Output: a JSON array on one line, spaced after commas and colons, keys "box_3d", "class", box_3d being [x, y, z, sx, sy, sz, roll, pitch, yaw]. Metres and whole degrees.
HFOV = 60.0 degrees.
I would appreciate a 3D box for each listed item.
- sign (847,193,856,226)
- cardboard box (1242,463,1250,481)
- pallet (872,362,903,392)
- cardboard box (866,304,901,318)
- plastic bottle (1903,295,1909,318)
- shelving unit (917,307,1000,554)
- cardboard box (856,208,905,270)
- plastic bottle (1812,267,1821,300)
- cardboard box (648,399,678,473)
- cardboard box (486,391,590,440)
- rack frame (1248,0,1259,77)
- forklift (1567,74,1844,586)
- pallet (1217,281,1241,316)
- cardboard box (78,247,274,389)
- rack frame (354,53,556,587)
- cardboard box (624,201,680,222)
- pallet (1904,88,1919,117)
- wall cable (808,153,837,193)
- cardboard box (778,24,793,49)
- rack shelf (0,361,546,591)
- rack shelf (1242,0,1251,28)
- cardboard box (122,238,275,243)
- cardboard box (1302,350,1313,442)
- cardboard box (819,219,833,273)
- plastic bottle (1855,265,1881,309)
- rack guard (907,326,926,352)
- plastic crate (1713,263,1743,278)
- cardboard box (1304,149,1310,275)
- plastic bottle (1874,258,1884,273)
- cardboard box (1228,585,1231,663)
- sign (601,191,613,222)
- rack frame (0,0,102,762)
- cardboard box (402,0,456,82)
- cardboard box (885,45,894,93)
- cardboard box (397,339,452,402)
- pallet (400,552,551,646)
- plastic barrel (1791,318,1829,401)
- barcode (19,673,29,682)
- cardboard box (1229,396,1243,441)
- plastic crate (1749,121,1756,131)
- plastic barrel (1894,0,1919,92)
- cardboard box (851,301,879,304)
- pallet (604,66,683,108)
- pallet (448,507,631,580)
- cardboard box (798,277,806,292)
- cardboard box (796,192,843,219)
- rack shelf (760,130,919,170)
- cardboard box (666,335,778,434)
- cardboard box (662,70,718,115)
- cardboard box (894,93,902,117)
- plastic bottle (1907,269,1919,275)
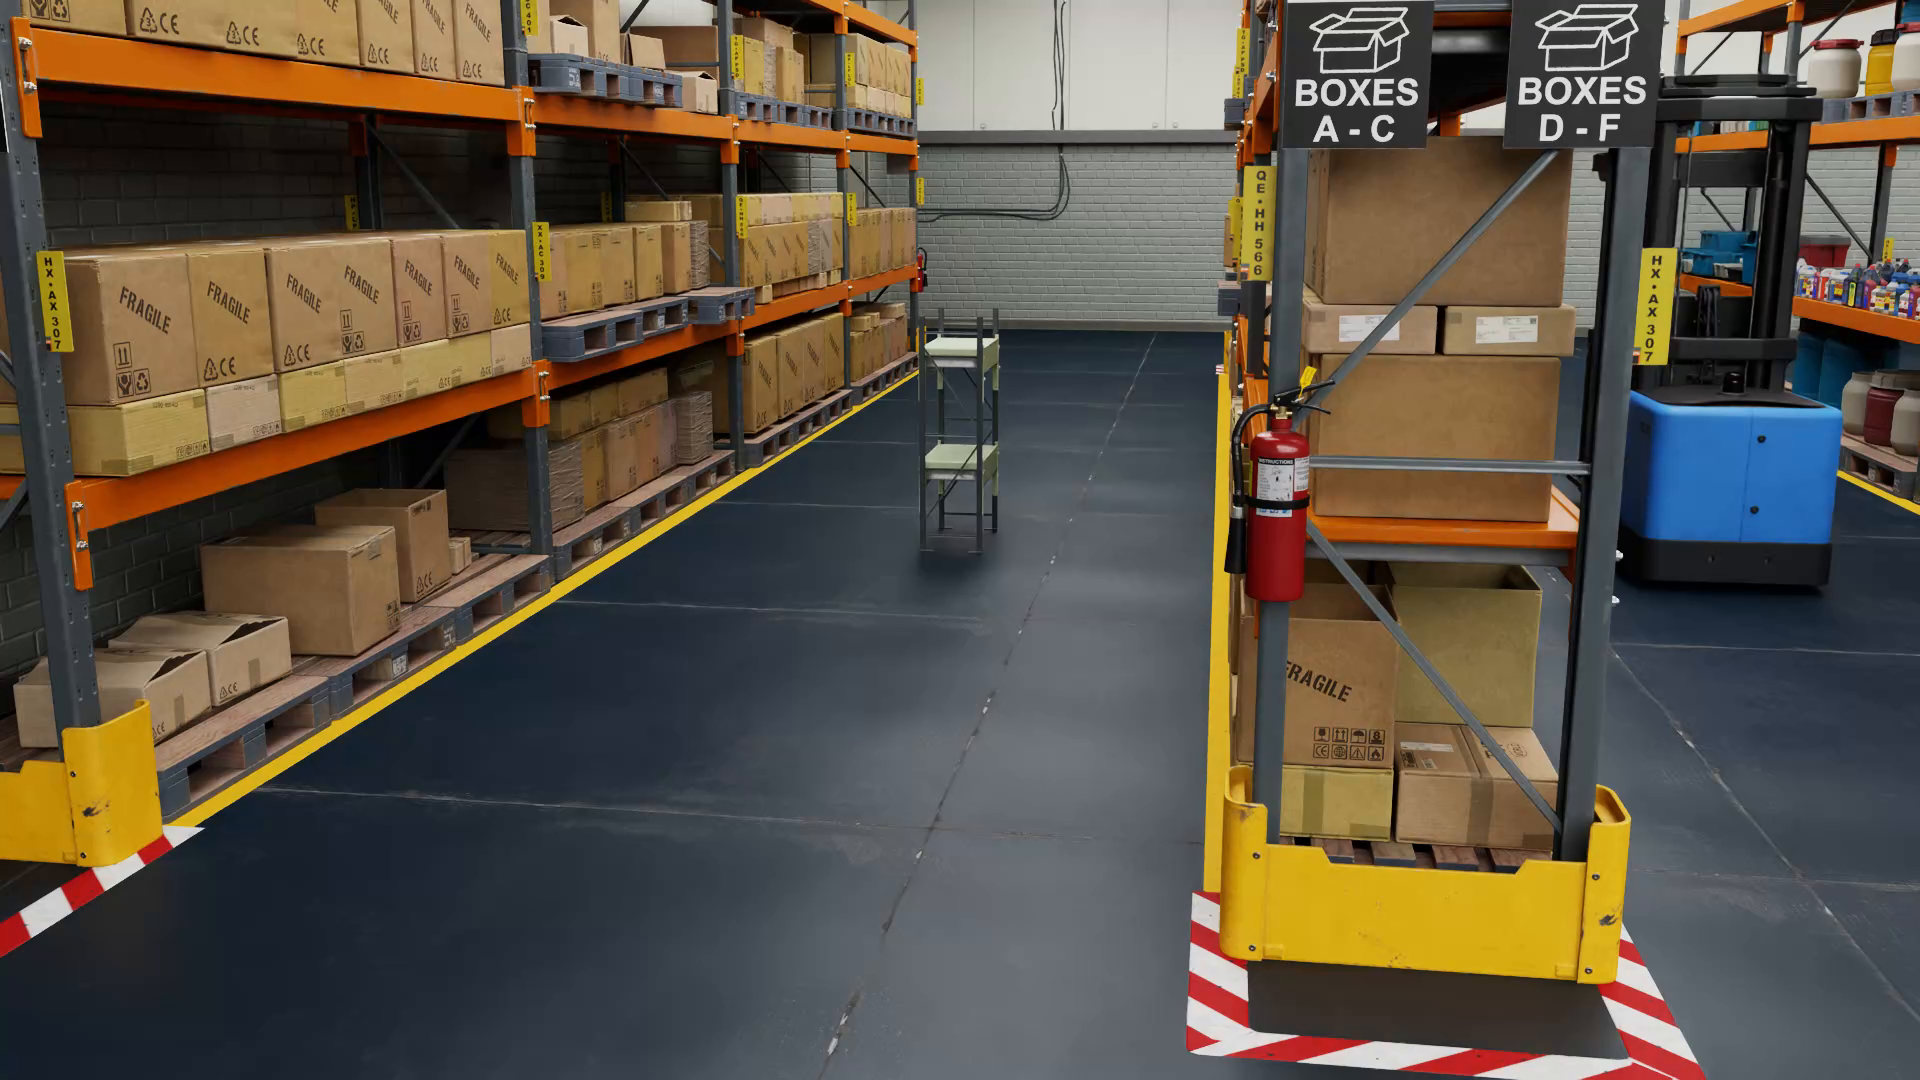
[{"box_3d": [-1.111, -3.382, 17.007, 0.100, 0.325, 0.005, 2, 12, 9], "class": "sign"}, {"box_3d": [1.566, -0.082, 8.006, 0.500, 0.500, 0.500, 2, 12, 9], "class": "cardboard box"}, {"box_3d": [-1.269, -1.918, 19.391, 1.003, 0.211, 1.213, 2, 12, 9], "class": "pallet"}, {"box_3d": [-0.921, -2.769, 20.118, 0.380, 0.149, 0.250, 2, 12, 10], "class": "cardboard box"}, {"box_3d": [7.237, -1.789, 12.647, 0.097, 0.201, 0.097, 0, 12, 0], "class": "plastic bottle"}, {"box_3d": [-0.001, -0.732, 10.829, 0.431, 1.500, 0.755, 2, 12, 9], "class": "shelving unit"}, {"box_3d": [-1.203, -3.591, 19.826, 0.980, 0.700, 0.700, 2, 12, 8], "class": "cardboard box"}, {"box_3d": [7.526, -2.245, 14.568, 0.061, 0.283, 0.133, 2, 12, 9], "class": "plastic bottle"}, {"box_3d": [-2.517, -0.776, 12.363, 0.700, 0.500, 0.500, 2, 12, 9], "class": "cardboard box"}, {"box_3d": [-2.718, -0.810, 10.743, 0.500, 0.250, 0.500, 2, 12, 7], "class": "cardboard box"}, {"box_3d": [2.631, -4.811, 11.956, 1.000, 3.000, 0.127, 2, 12, 9], "class": "rack frame"}, {"box_3d": [4.648, -1.431, 10.676, 1.130, 2.935, 3.031, 2, 12, 8], "class": "forklift"}, {"box_3d": [2.666, -1.928, 13.273, 1.213, 0.211, 1.003, 2, 12, 9], "class": "pallet"}, {"box_3d": [-3.038, -0.868, 6.428, 0.500, 0.500, 0.500, 2, 12, 9], "class": "cardboard box"}, {"box_3d": [-2.879, -1.205, 9.465, 1.000, 3.000, 0.127, 2, 12, 9], "class": "rack frame"}, {"box_3d": [-2.322, -2.479, 12.553, 0.380, 0.149, 0.250, 0, 12, -1], "class": "cardboard box"}, {"box_3d": [7.739, -3.247, 12.268, 1.003, 0.211, 1.213, 2, 12, 9], "class": "pallet"}, {"box_3d": [-1.772, -4.497, 22.329, 0.084, 1.984, 1.851, 2, 12, 9], "class": "wall cable"}, {"box_3d": [-1.914, -4.788, 15.911, 0.500, 0.250, 0.500, 3, 12, 13], "class": "cardboard box"}, {"box_3d": [-3.187, -0.437, 7.609, 1.077, 0.370, 4.000, 2, 12, 9], "class": "rack shelf"}, {"box_3d": [2.939, -4.680, 14.006, 1.077, 0.370, 4.000, 2, 12, 9], "class": "rack shelf"}, {"box_3d": [-3.392, -1.098, 7.495, 0.500, 0.500, 0.500, 2, 12, 9], "class": "cardboard box"}, {"box_3d": [1.561, -0.468, 5.807, 0.700, 0.500, 0.500, 2, 12, 10], "class": "cardboard box"}, {"box_3d": [-1.540, -2.864, 16.171, 0.500, 0.500, 0.500, 2, 12, 9], "class": "cardboard box"}, {"box_3d": [7.407, -2.060, 13.551, 0.144, 0.351, 0.185, 2, 12, 9], "class": "plastic bottle"}, {"box_3d": [-1.030, -2.486, 21.343, 1.175, 0.500, 0.348, 2, 12, 9], "class": "rack guard"}, {"box_3d": [8.111, -2.822, 17.452, 0.293, 0.136, 0.466, 2, 12, 9], "class": "plastic crate"}, {"box_3d": [1.646, -1.218, 6.209, 0.700, 0.500, 0.500, 2, 12, 9], "class": "cardboard box"}, {"box_3d": [8.180, -2.328, 14.793, 0.144, 0.351, 0.185, 2, 12, 9], "class": "plastic bottle"}, {"box_3d": [1.481, 0.388, 7.603, 0.500, 0.250, 0.500, 2, 12, 9], "class": "cardboard box"}, {"box_3d": [-2.813, -2.621, 13.287, 0.100, 0.325, 0.005, 2, 12, 9], "class": "sign"}, {"box_3d": [-3.495, -0.372, 5.602, 1.000, 3.000, 0.127, 2, 12, 9], "class": "rack frame"}, {"box_3d": [-2.803, -2.512, 8.125, 0.500, 0.500, 0.500, 1, 12, 4], "class": "cardboard box"}, {"box_3d": [-1.036, -5.343, 18.888, 0.500, 0.500, 0.500, 1, 12, 6], "class": "cardboard box"}, {"box_3d": [-2.800, -0.825, 8.008, 0.500, 0.250, 0.500, 2, 12, 8], "class": "cardboard box"}, {"box_3d": [-2.948, 0.299, 9.105, 1.003, 0.211, 1.213, 2, 12, 9], "class": "pallet"}, {"box_3d": [8.040, -1.616, 15.357, 0.600, 0.901, 0.708, 2, 12, 9], "class": "plastic barrel"}, {"box_3d": [-3.692, 0.565, 6.570, 0.001, 0.075, 0.075, 2, 12, 9], "class": "barcode"}, {"box_3d": [2.260, -0.914, 12.313, 0.500, 0.311, 0.500, 2, 12, 11], "class": "cardboard box"}, {"box_3d": [7.965, -4.134, 16.332, 0.416, 0.233, 0.300, 2, 12, 9], "class": "plastic crate"}, {"box_3d": [8.029, -4.106, 13.619, 0.600, 0.901, 0.708, 2, 12, 9], "class": "plastic barrel"}, {"box_3d": [-1.221, -2.887, 20.667, 0.380, 0.149, 0.250, 2, 12, 9], "class": "cardboard box"}, {"box_3d": [-2.523, -2.921, 10.752, 1.213, 0.211, 1.003, 2, 12, 9], "class": "pallet"}, {"box_3d": [-2.761, -0.004, 10.511, 1.003, 0.211, 1.213, 2, 12, 9], "class": "pallet"}, {"box_3d": [-1.660, -2.415, 15.628, 0.380, 0.149, 0.250, 2, 12, 7], "class": "cardboard box"}, {"box_3d": [-1.468, -3.336, 16.580, 0.500, 0.250, 0.500, 2, 12, 10], "class": "cardboard box"}, {"box_3d": [-1.341, -4.401, 18.884, 1.077, 0.370, 4.000, 2, 12, 9], "class": "rack shelf"}, {"box_3d": [-2.021, -1.341, 14.202, 0.750, 0.750, 0.750, 2, 12, 8], "class": "cardboard box"}, {"box_3d": [-2.108, -3.312, 12.284, 0.500, 0.311, 0.500, 2, 12, 9], "class": "cardboard box"}, {"box_3d": [-0.963, -5.081, 19.451, 0.500, 0.250, 0.500, 1, 12, 7], "class": "cardboard box"}, {"box_3d": [8.265, -2.215, 14.447, 0.152, 0.276, 0.135, 2, 12, 9], "class": "plastic bottle"}]
